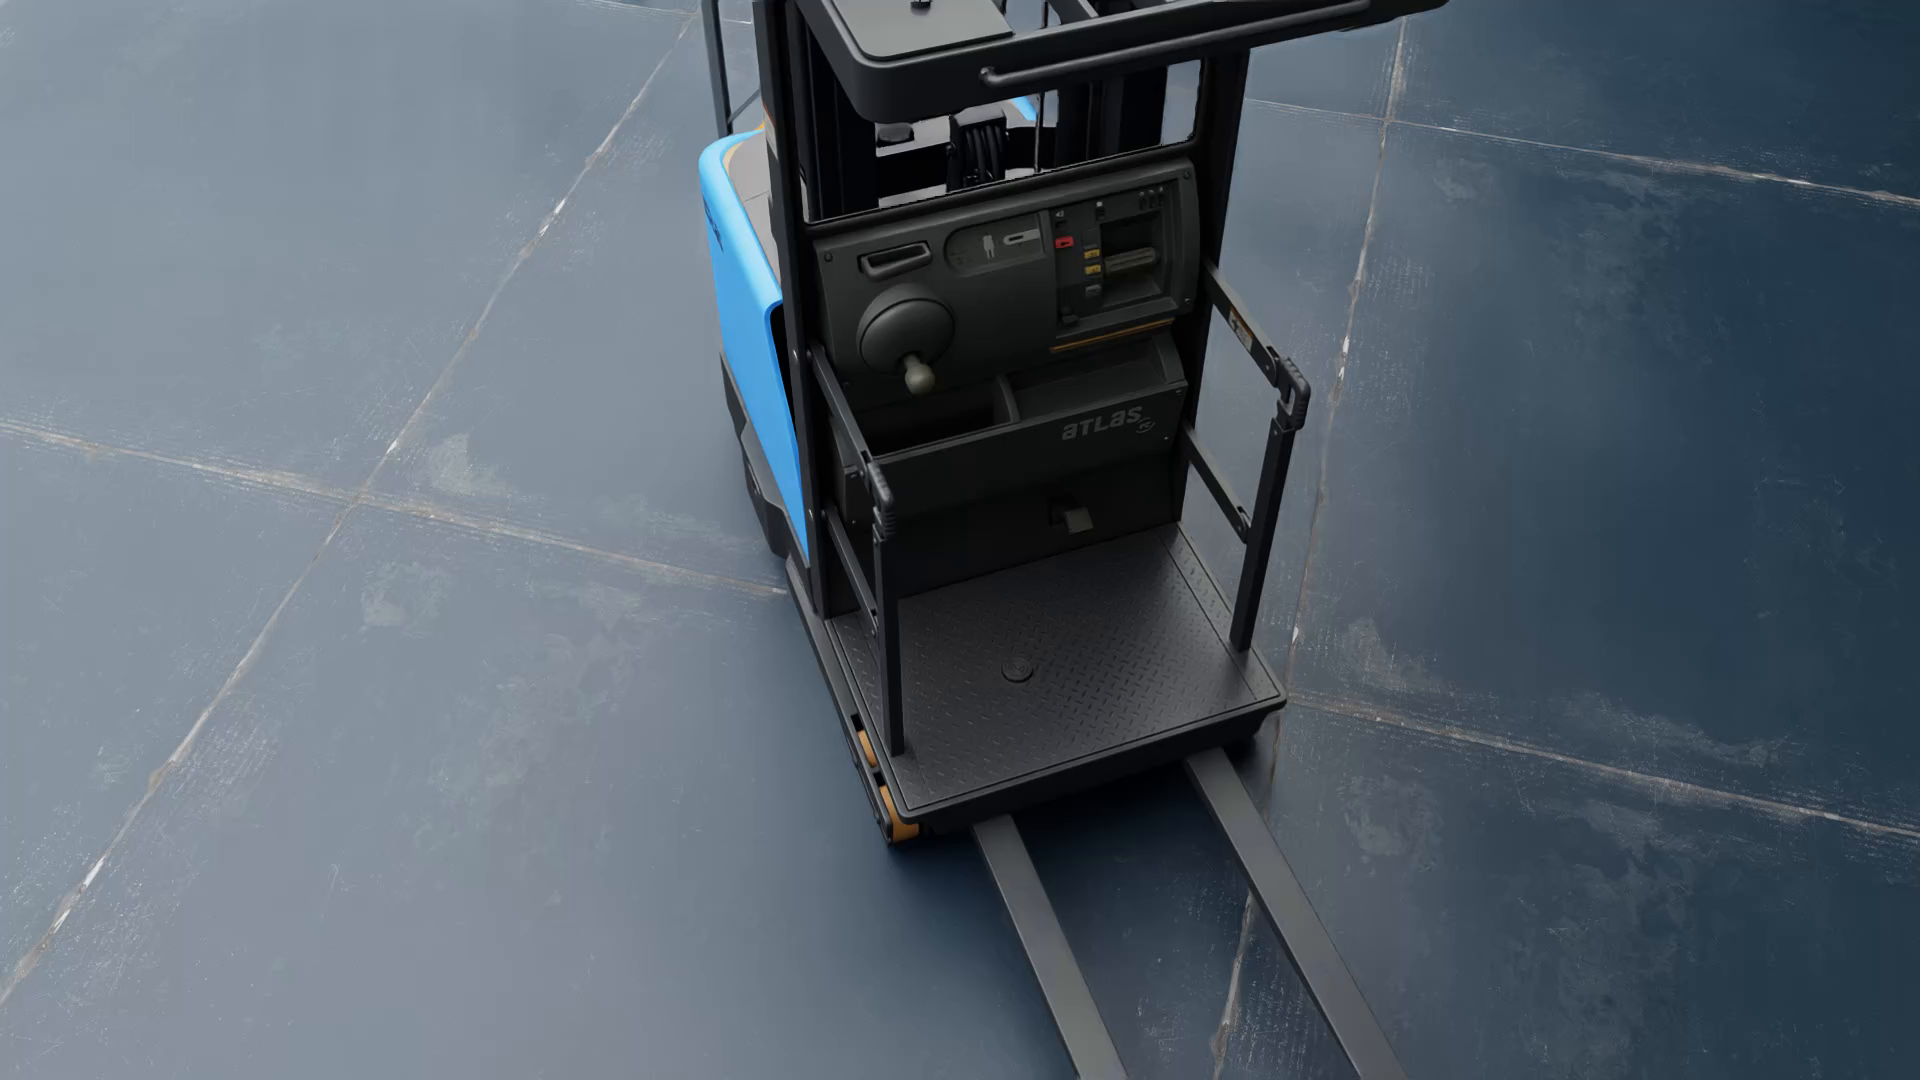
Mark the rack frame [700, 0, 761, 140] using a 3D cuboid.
[{"bbox_3d":[-0.563,-1.230,5.336,0.500,1.500,0.032,23,52,19],"label":"rack frame"}]

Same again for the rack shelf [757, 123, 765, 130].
[{"bbox_3d":[-0.315,-1.444,5.764,0.538,0.185,1.000,23,52,19],"label":"rack shelf"}]

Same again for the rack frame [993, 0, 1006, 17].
[{"bbox_3d":[-0.067,-1.896,5.923,0.500,1.500,0.032,23,52,19],"label":"rack frame"}]

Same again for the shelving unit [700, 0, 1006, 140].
[{"bbox_3d":[-0.319,-1.557,5.624,0.587,1.500,1.083,23,52,19],"label":"shelving unit"}]

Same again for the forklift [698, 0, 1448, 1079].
[{"bbox_3d":[0.203,-0.509,3.744,1.130,2.935,3.031,-15,50,-13],"label":"forklift"}]
